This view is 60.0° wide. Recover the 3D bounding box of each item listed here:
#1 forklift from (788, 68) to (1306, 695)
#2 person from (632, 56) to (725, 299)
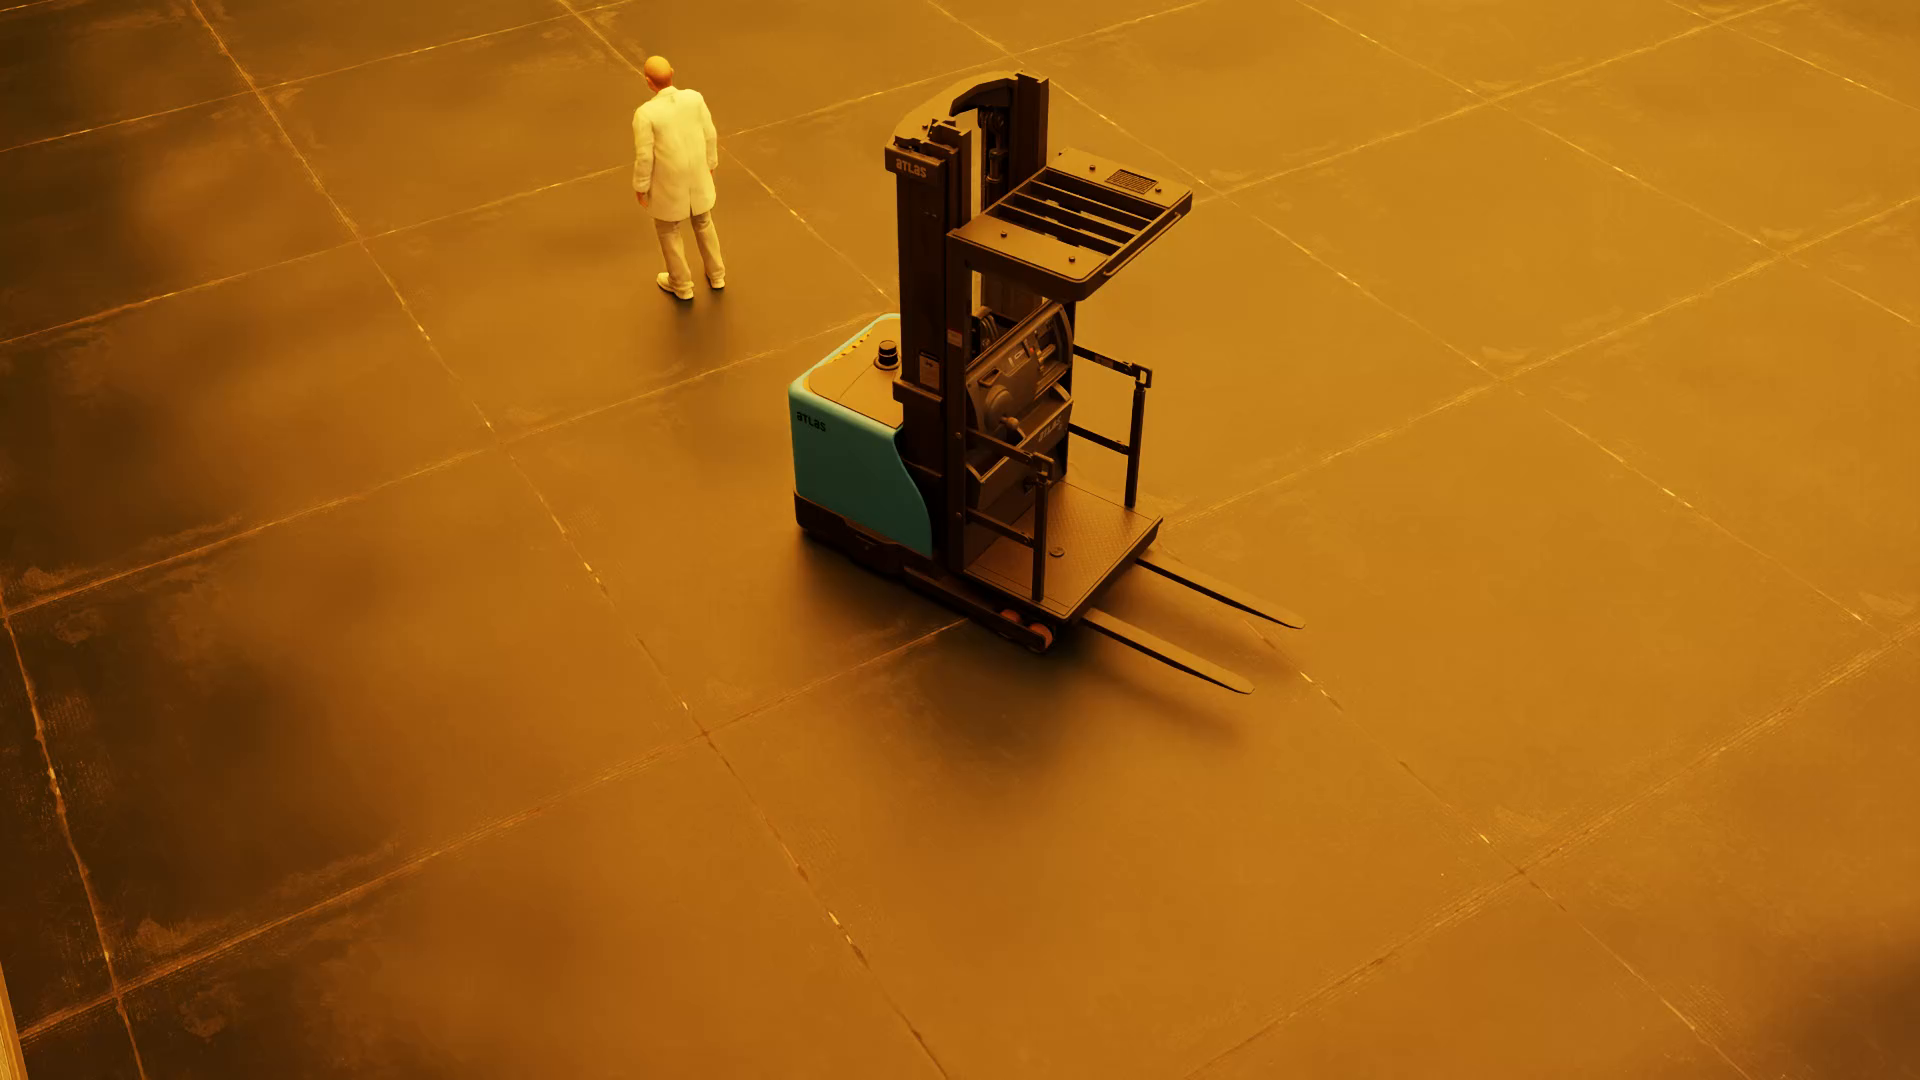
[{"bbox_3d":[0.496,-0.872,8.869,3.031,2.935,1.130,25,47,26],"label":"forklift"},{"bbox_3d":[-1.982,-2.532,11.648,0.656,1.775,0.425,-25,47,-26],"label":"person"}]
